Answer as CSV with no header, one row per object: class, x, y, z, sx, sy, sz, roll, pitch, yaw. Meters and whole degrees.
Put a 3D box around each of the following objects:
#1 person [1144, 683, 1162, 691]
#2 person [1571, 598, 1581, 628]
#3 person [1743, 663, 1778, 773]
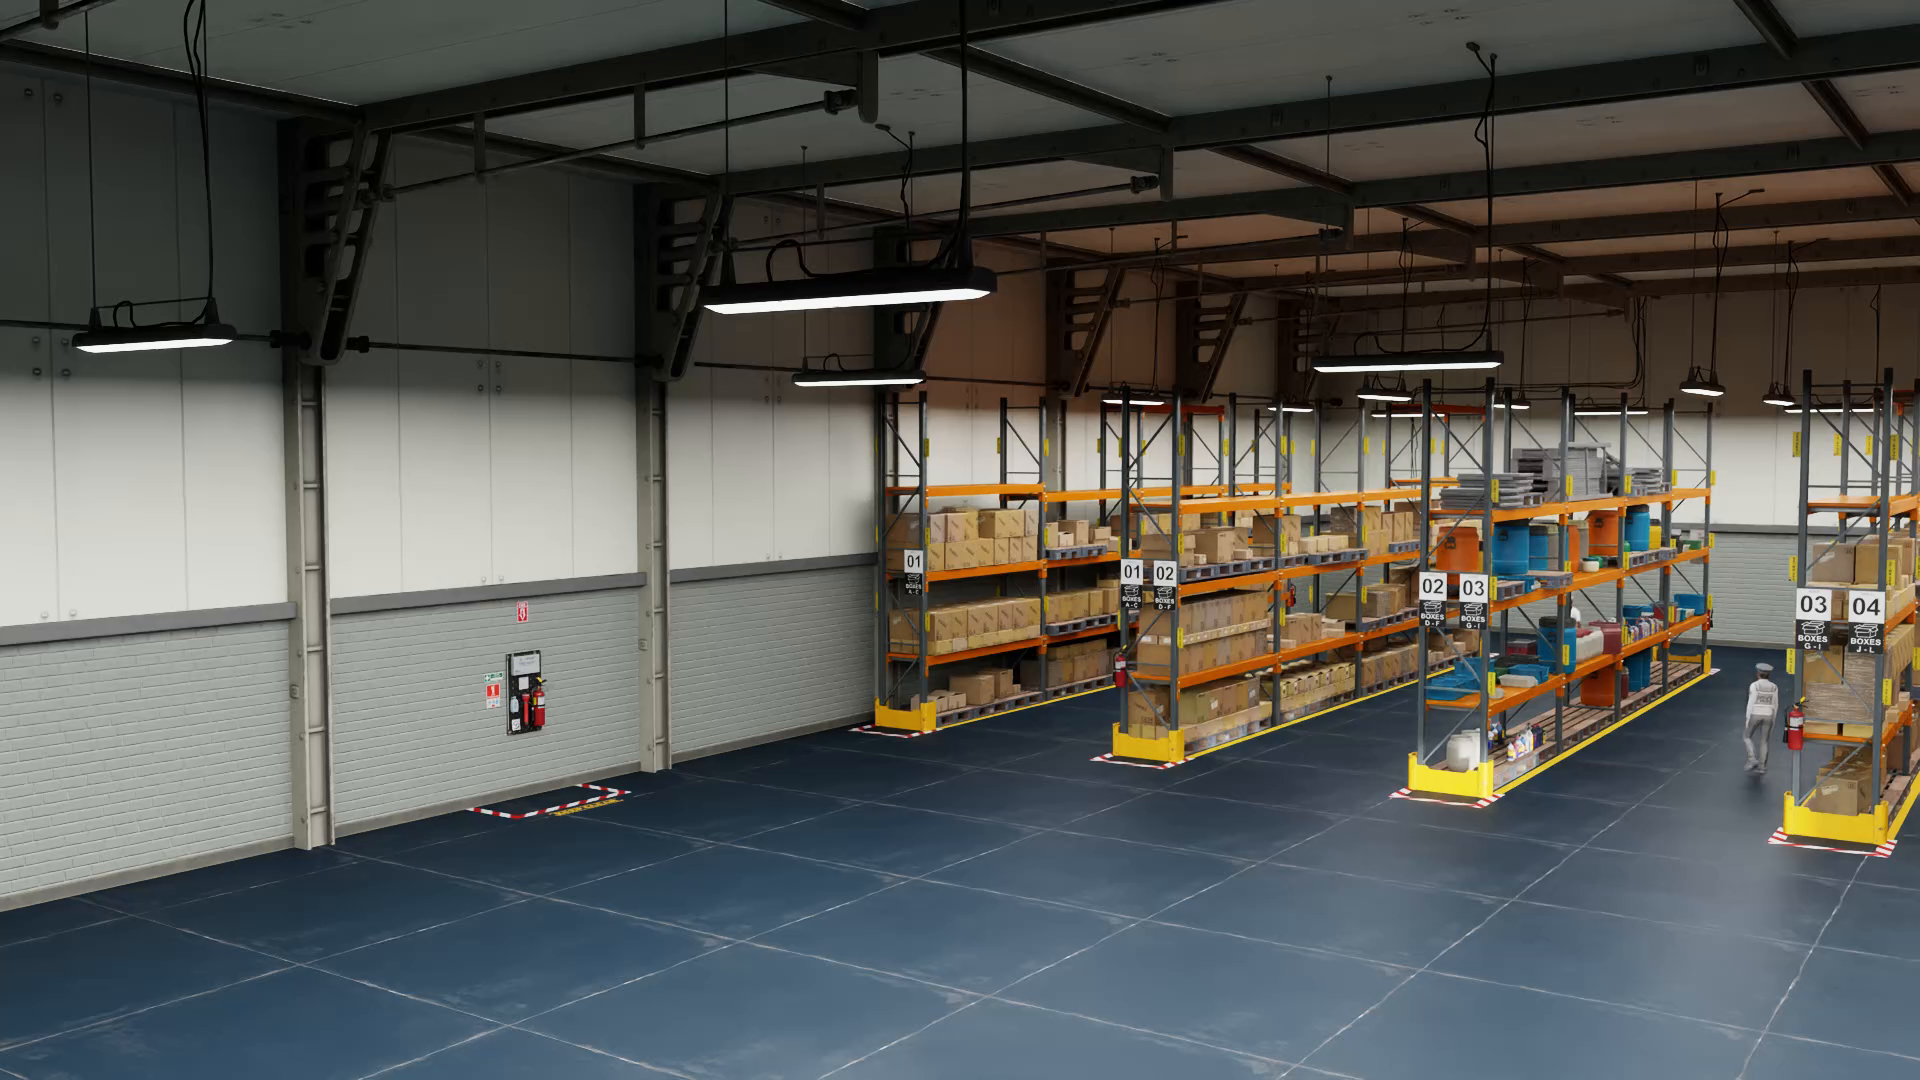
person,3.682,2.446,30.857,0.576,1.768,0.410,1,3,9
person,13.488,2.081,36.978,0.605,1.708,1.085,2,4,37
person,12.282,2.733,25.493,0.504,1.678,0.430,1,3,12
